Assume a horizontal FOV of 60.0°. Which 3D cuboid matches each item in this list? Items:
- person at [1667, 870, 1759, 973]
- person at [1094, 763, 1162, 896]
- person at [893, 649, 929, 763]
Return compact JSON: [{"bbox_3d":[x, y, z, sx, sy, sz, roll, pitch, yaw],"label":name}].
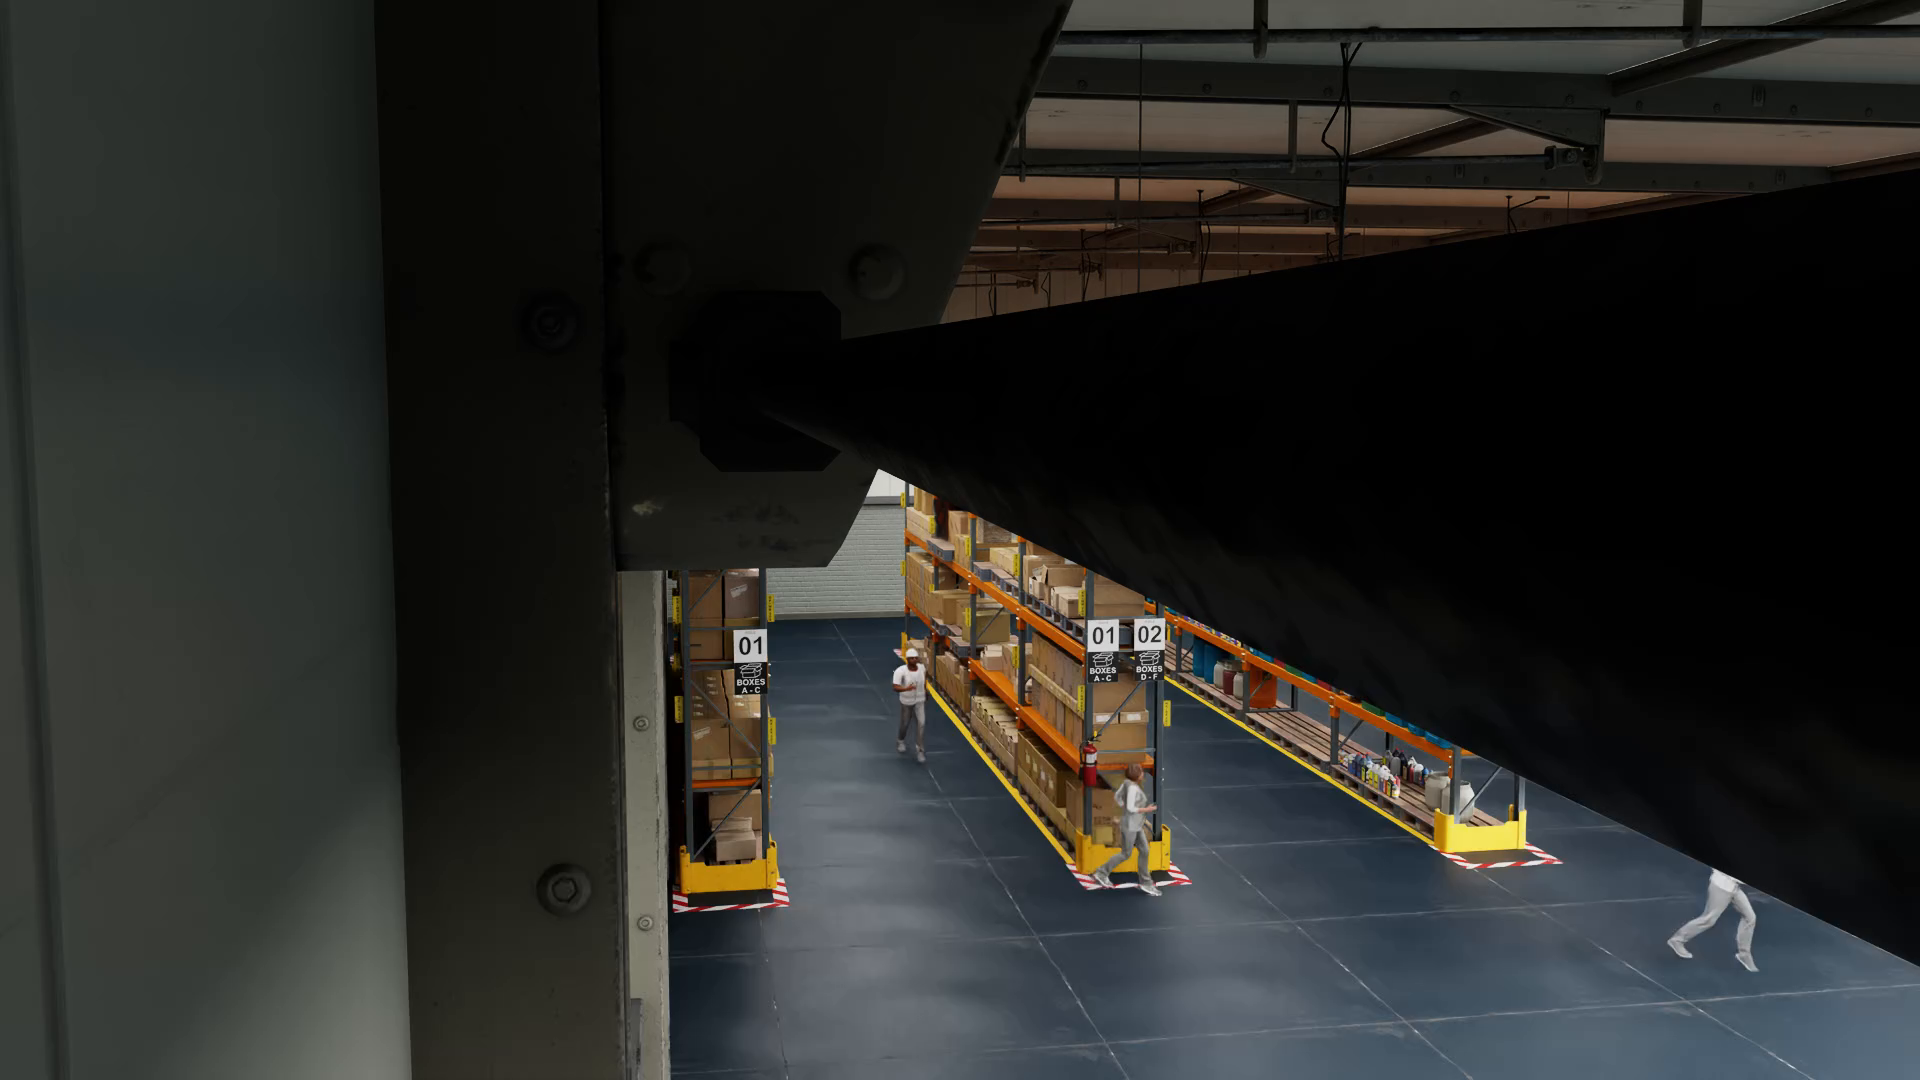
[{"bbox_3d":[8.033,3.752,17.599,0.959,1.623,0.657,3,7,24],"label":"person"},{"bbox_3d":[2.018,3.470,19.922,0.816,1.619,0.523,1,6,10],"label":"person"},{"bbox_3d":[-0.793,2.641,26.939,0.681,1.804,0.897,-2,6,-20],"label":"person"}]
